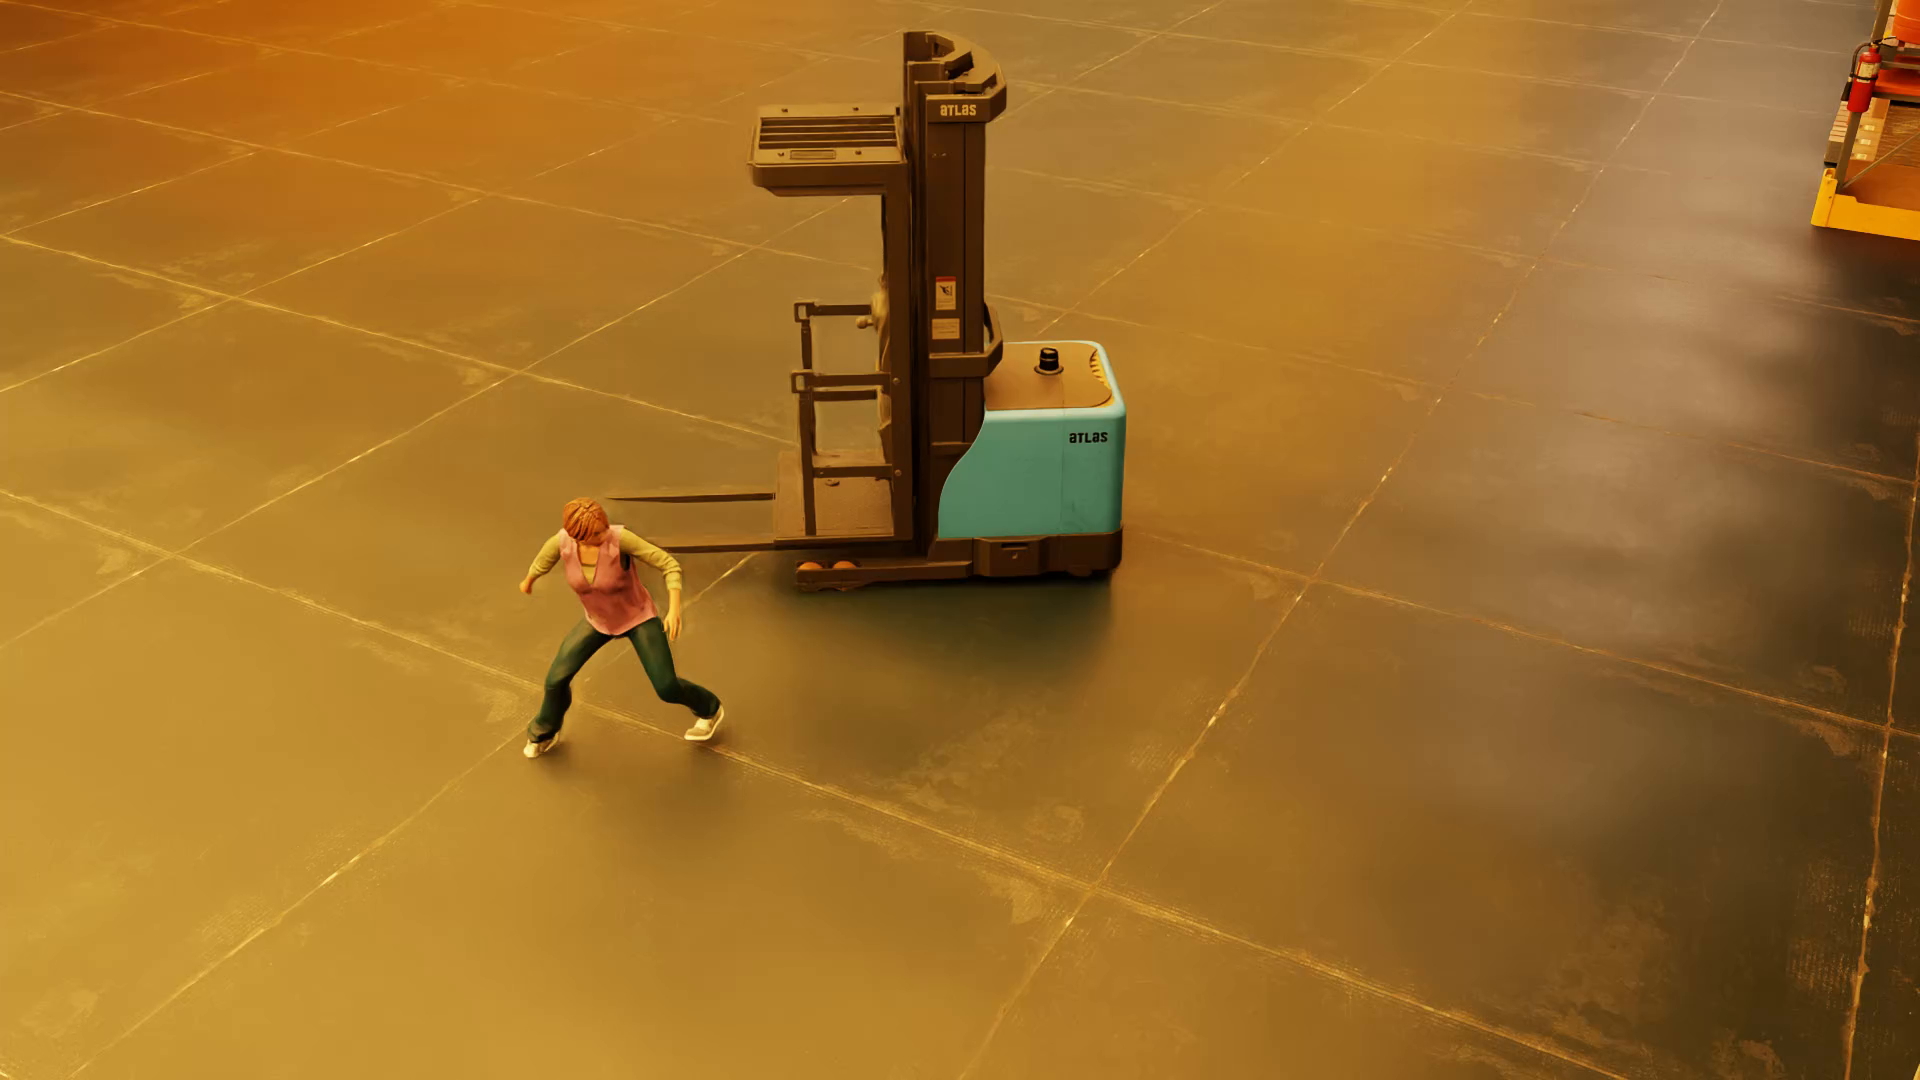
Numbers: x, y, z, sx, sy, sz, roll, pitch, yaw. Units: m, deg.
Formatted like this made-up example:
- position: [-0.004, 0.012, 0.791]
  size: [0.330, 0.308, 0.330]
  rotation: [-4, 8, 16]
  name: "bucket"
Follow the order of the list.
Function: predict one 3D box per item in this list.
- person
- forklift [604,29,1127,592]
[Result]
- position: [-1.699, 0.422, 7.914]
  size: [0.984, 1.522, 0.498]
  rotation: [7, 31, 12]
  name: "person"
- position: [-0.609, -1.247, 9.232]
  size: [3.031, 2.935, 1.130]
  rotation: [-2, 30, -3]
  name: "forklift"
